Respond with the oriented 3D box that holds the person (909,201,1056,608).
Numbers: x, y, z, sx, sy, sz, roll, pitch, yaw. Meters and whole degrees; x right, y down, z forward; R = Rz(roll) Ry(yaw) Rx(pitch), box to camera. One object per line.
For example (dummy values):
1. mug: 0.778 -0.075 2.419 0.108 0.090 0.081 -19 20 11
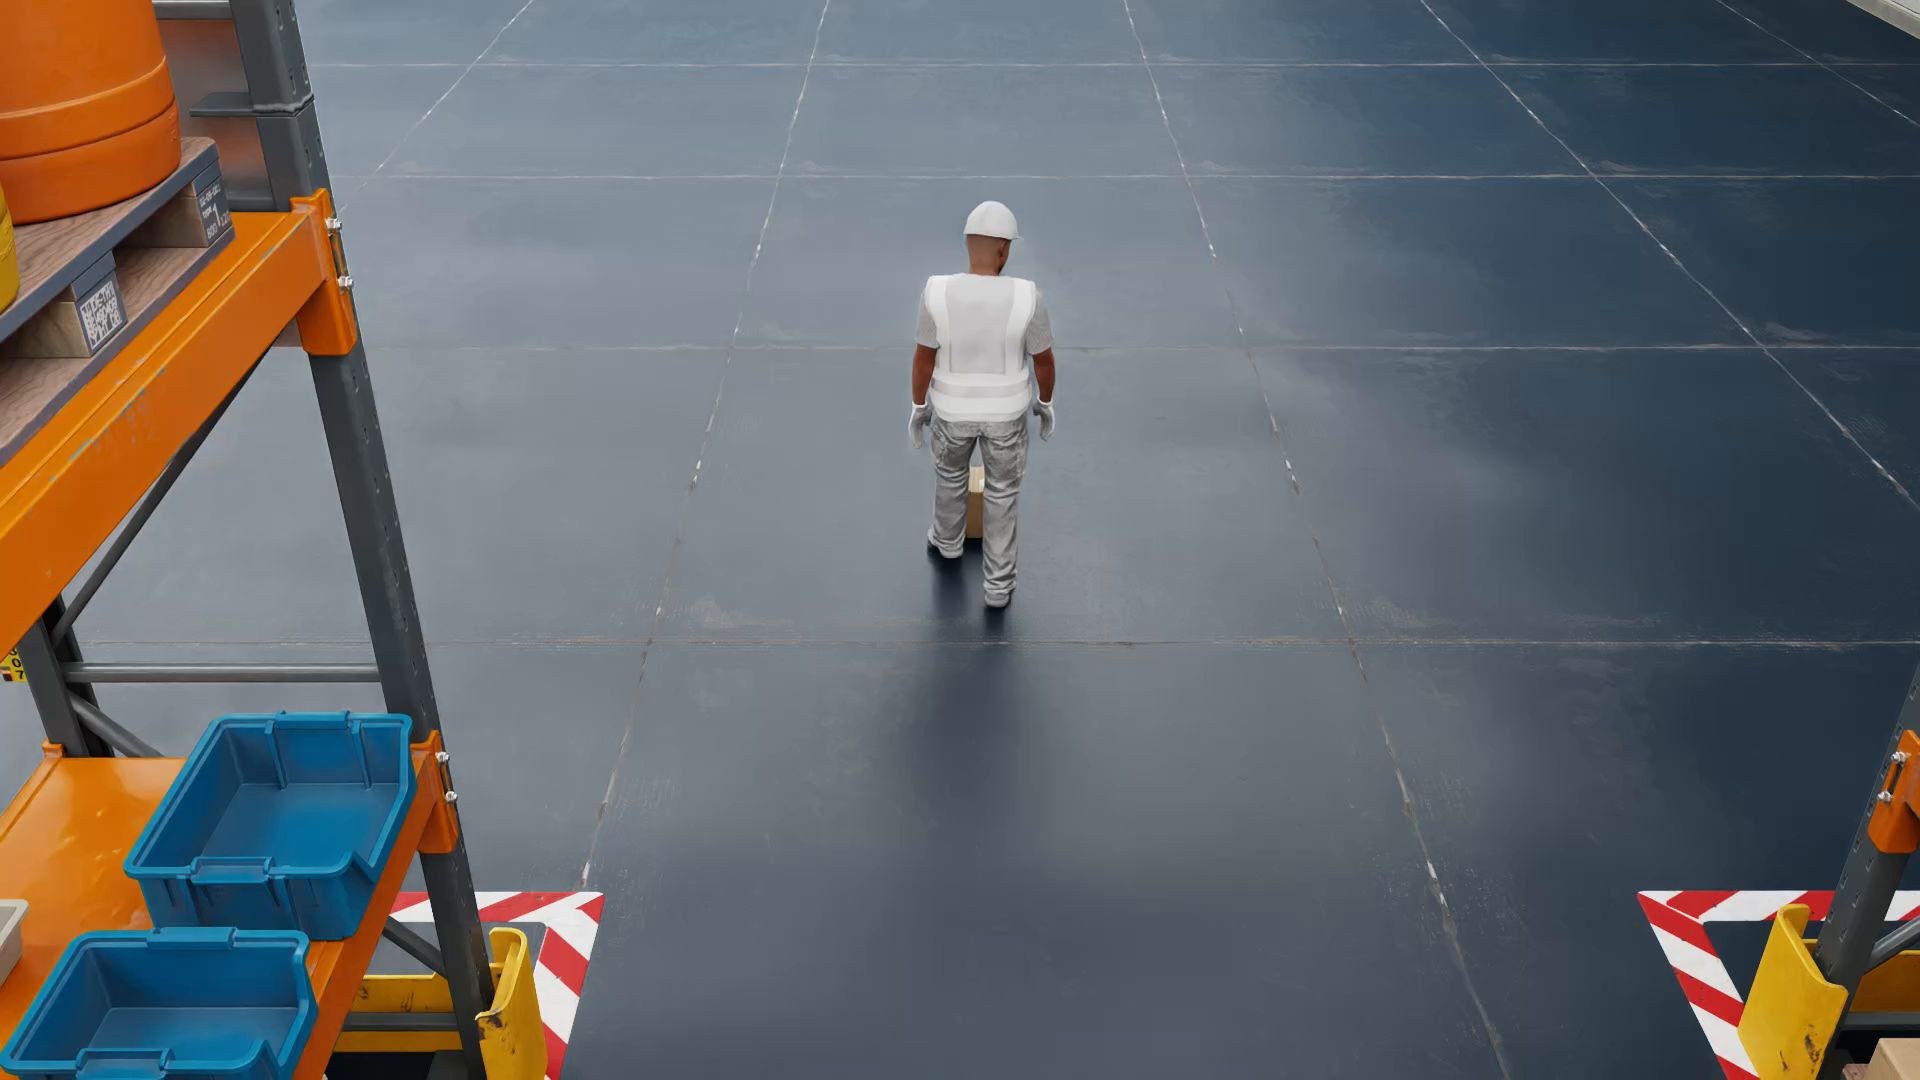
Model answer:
1. person: 0.106 -0.625 7.107 0.612 1.761 0.673 2 31 4
